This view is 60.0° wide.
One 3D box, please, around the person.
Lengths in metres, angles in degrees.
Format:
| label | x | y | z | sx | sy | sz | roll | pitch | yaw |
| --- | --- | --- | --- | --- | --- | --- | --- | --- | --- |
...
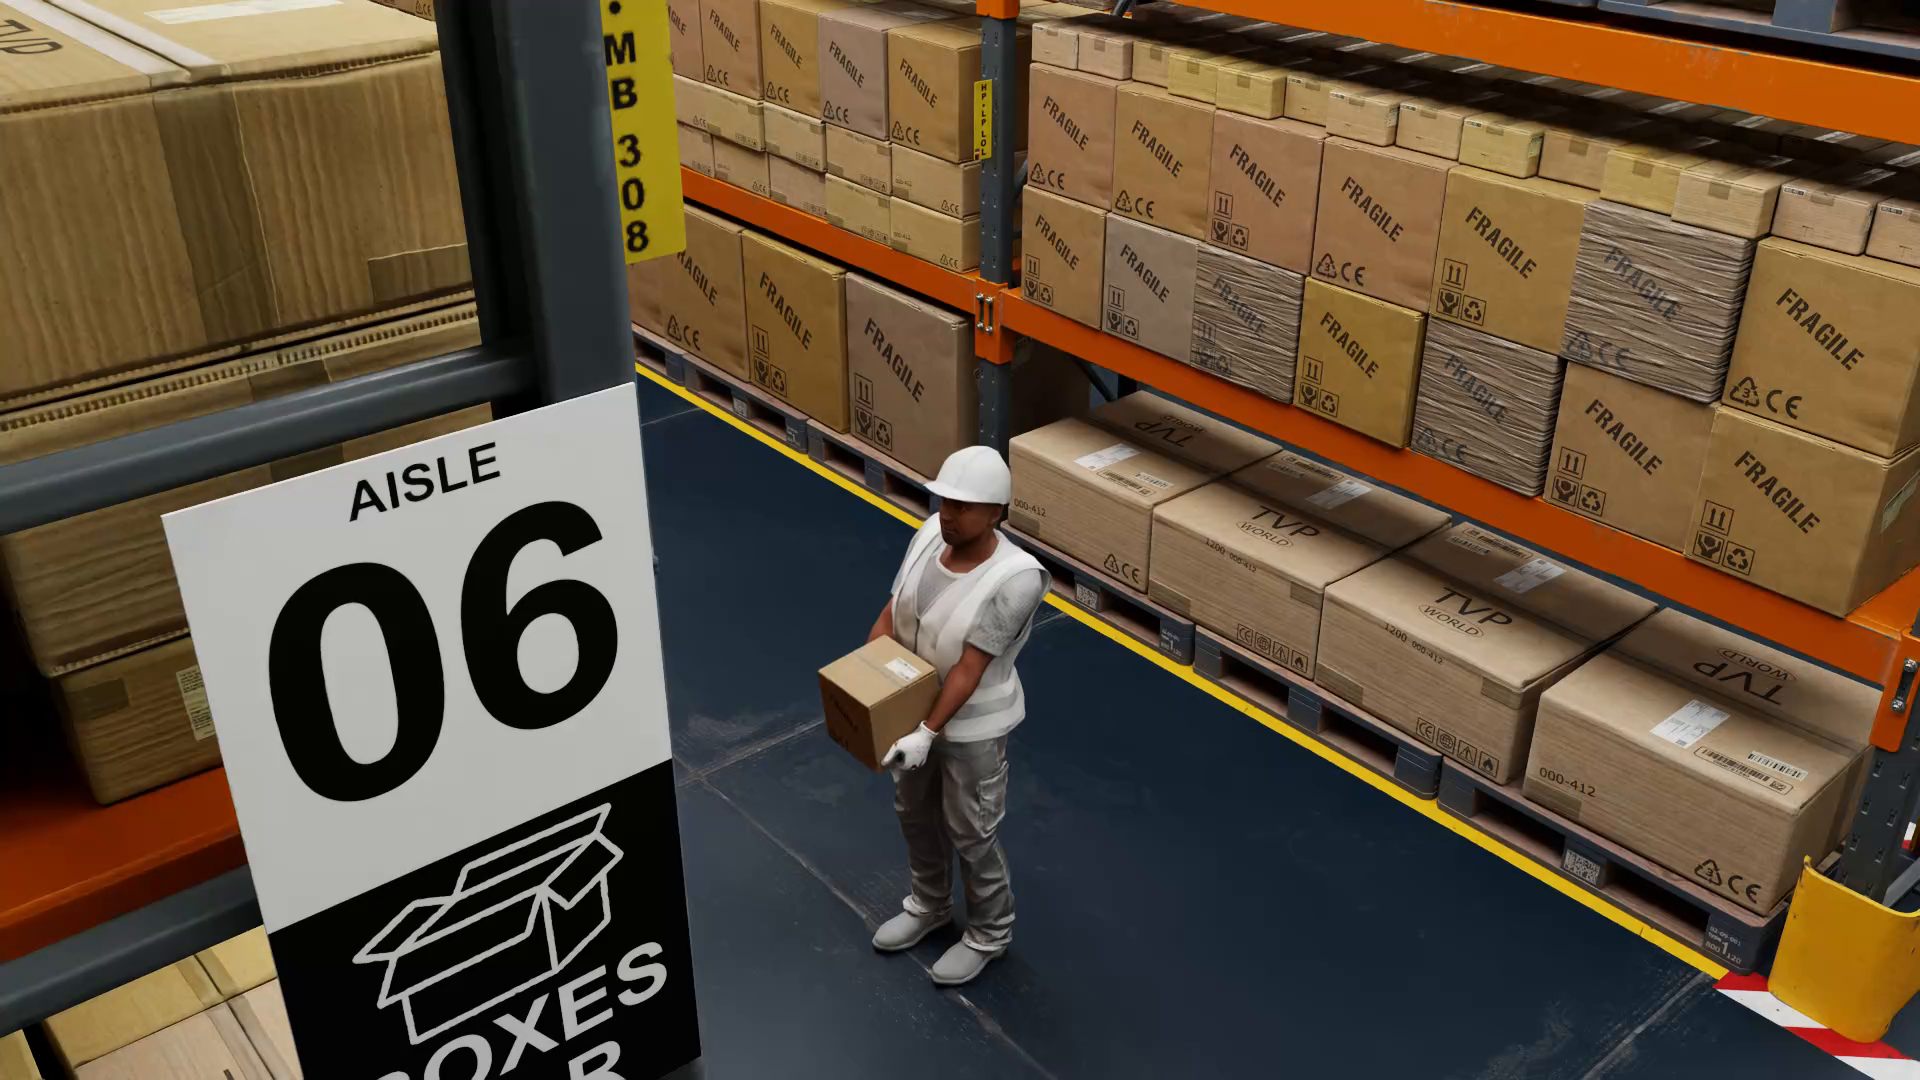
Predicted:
| label | x | y | z | sx | sy | sz | roll | pitch | yaw |
| --- | --- | --- | --- | --- | --- | --- | --- | --- | --- |
| person | -0.078 | 0.568 | 5.032 | 0.572 | 1.778 | 0.488 | -21 | 34 | -34 |
